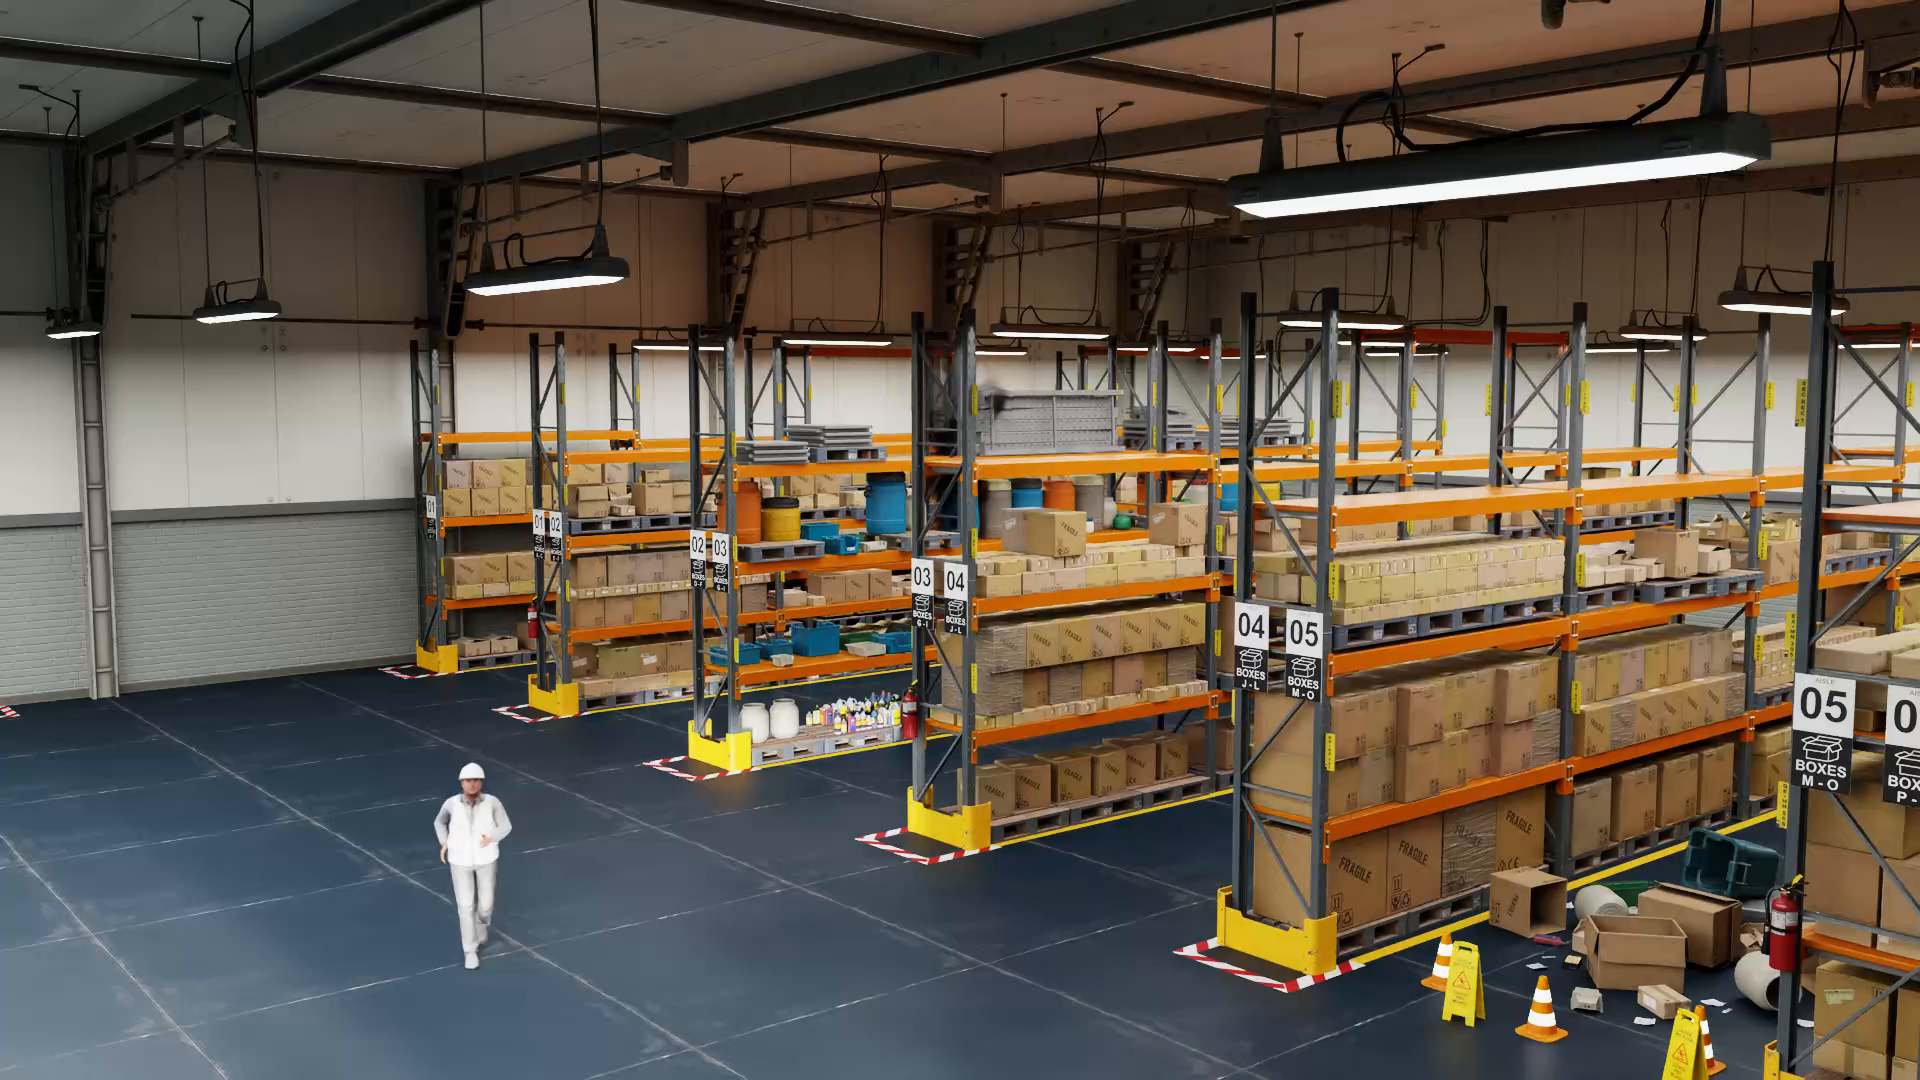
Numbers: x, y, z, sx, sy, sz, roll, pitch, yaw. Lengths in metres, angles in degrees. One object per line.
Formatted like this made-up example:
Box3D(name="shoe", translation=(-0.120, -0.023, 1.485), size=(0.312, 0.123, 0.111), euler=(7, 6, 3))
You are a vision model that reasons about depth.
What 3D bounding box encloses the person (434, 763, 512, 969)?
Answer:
Box3D(name="person", translation=(-4.384, 2.884, 15.000), size=(0.671, 1.759, 0.844), euler=(-2, 6, -18))
